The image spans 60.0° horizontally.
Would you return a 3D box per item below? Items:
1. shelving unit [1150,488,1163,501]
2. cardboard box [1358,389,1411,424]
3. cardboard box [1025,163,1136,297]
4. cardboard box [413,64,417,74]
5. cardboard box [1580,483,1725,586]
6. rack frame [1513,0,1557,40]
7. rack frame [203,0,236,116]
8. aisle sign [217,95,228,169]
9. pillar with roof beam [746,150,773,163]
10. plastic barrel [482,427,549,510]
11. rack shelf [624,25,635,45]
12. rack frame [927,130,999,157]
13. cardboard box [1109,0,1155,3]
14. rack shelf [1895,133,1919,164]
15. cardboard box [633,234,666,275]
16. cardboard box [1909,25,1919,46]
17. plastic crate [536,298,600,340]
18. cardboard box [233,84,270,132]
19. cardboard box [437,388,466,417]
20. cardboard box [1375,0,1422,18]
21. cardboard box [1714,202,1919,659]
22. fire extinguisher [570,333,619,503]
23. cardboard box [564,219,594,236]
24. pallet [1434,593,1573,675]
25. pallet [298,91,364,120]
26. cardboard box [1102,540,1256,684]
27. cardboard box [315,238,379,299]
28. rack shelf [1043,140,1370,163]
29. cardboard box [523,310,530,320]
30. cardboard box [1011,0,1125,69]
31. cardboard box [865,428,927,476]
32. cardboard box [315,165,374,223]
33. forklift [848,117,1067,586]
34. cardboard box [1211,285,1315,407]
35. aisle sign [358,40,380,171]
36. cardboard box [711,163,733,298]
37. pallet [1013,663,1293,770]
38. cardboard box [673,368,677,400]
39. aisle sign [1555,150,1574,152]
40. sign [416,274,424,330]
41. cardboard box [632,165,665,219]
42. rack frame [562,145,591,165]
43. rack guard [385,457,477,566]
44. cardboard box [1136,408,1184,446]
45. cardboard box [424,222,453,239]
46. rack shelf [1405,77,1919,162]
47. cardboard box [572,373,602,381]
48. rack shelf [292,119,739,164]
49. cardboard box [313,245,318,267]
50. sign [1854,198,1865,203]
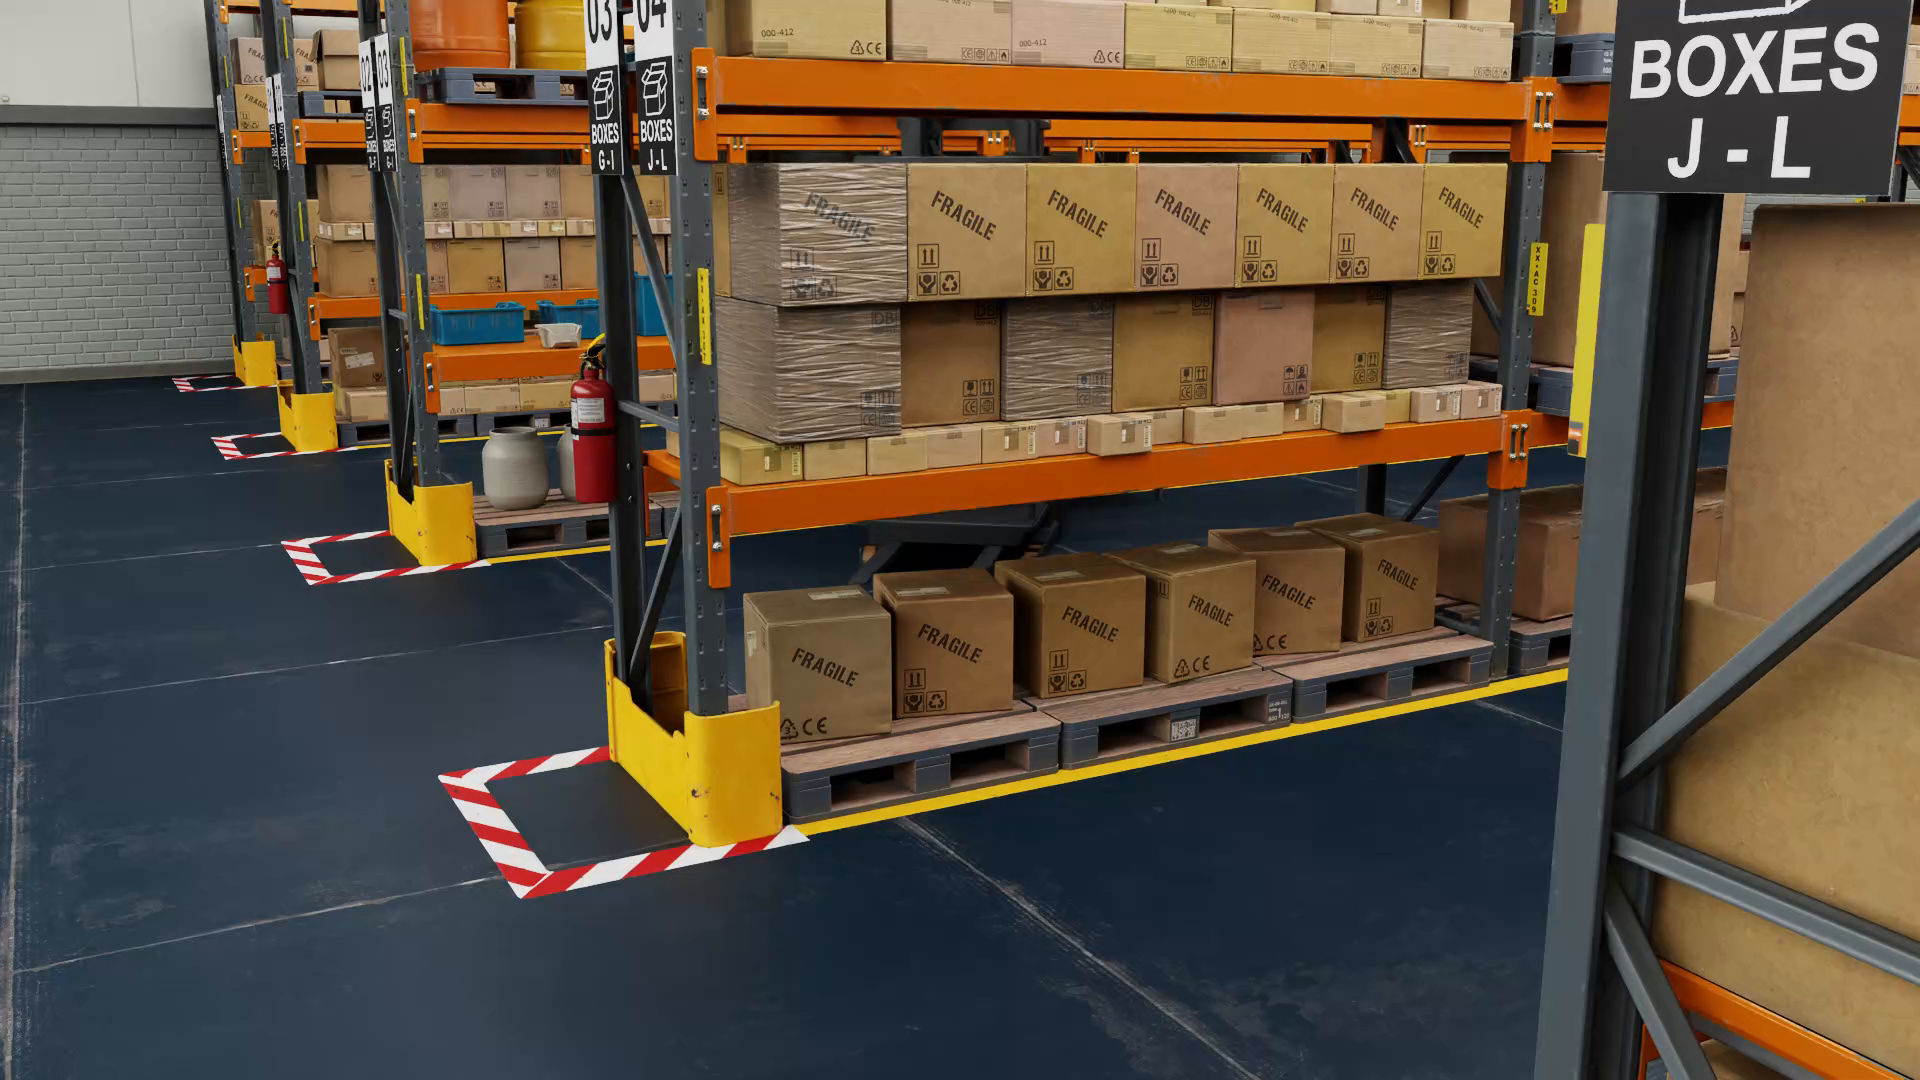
[{"bbox_3d":[0.934,-0.830,12.237,1.048,1.125,0.538,-8,15,-30],"label":"shelving unit"},{"bbox_3d":[1.849,-0.632,7.660,0.250,0.149,0.380,-7,14,-28],"label":"cardboard box"},{"bbox_3d":[0.352,-1.244,6.622,0.500,0.500,0.500,-7,14,-28],"label":"cardboard box"},{"bbox_3d":[-5.001,-4.198,15.163,0.500,0.250,0.500,-7,14,-28],"label":"cardboard box"},{"bbox_3d":[3.837,-0.035,9.122,0.500,0.500,0.700,-8,15,-33],"label":"cardboard box"},{"bbox_3d":[2.369,-3.800,7.500,0.127,3.000,1.000,-7,14,-28],"label":"rack frame"},{"bbox_3d":[-8.262,-6.243,18.355,0.127,3.000,1.000,-7,14,-28],"label":"rack frame"},{"bbox_3d":[-8.182,-4.519,18.438,0.004,0.787,0.394,-7,14,-28],"label":"aisle sign"},{"bbox_3d":[-0.733,-6.285,18.541,0.400,9.000,9.100,-7,14,-28],"label":"pillar with roof beam"},{"bbox_3d":[-2.974,-0.482,11.130,0.421,0.512,0.421,0,13,0],"label":"plastic barrel"},{"bbox_3d":[-2.996,-6.328,21.283,4.000,0.370,1.077,-7,14,-28],"label":"rack shelf"},{"bbox_3d":[-0.004,-1.828,12.400,0.127,3.000,1.000,-7,14,-28],"label":"rack frame"},{"bbox_3d":[0.565,-2.187,6.598,0.250,0.149,0.380,-7,14,-28],"label":"cardboard box"},{"bbox_3d":[8.773,-3.992,16.824,4.000,0.370,1.077,-7,14,-28],"label":"rack shelf"},{"bbox_3d":[-3.221,-2.727,16.168,0.500,0.500,0.700,-7,14,-28],"label":"cardboard box"},{"bbox_3d":[4.694,-2.847,8.729,0.500,0.500,0.500,-7,14,-27],"label":"cardboard box"},{"bbox_3d":[-2.647,-1.512,11.335,0.408,0.251,0.499,-7,14,-28],"label":"plastic crate"},{"bbox_3d":[-7.849,-4.825,18.614,0.500,0.500,0.500,-6,14,-26],"label":"cardboard box"},{"bbox_3d":[-4.871,-1.292,15.326,0.500,0.250,0.500,-7,14,-28],"label":"cardboard box"},{"bbox_3d":[1.765,-2.315,7.165,0.250,0.149,0.380,-8,15,-31],"label":"cardboard box"},{"bbox_3d":[1.490,-0.118,2.000,0.550,0.550,0.875,-7,14,-28],"label":"cardboard box"},{"bbox_3d":[-1.463,-0.492,6.639,0.183,0.674,0.296,-7,14,-28],"label":"fire extinguisher"},{"bbox_3d":[-3.626,-2.945,15.658,0.250,0.149,0.380,-6,14,-26],"label":"cardboard box"},{"bbox_3d":[3.052,0.405,8.830,1.213,0.211,1.003,-7,14,-28],"label":"pallet"},{"bbox_3d":[-5.252,-3.852,14.762,1.213,0.211,1.003,-7,14,-28],"label":"pallet"},{"bbox_3d":[0.992,0.318,7.603,0.500,0.500,0.500,-8,15,-33],"label":"cardboard box"},{"bbox_3d":[-5.469,-2.458,14.970,0.500,0.500,0.700,-7,14,-28],"label":"cardboard box"},{"bbox_3d":[2.892,-4.527,19.198,4.000,0.370,1.077,-7,14,-28],"label":"rack shelf"},{"bbox_3d":[-5.643,-2.615,20.590,0.500,0.500,0.500,-8,15,-32],"label":"cardboard box"},{"bbox_3d":[0.291,-1.951,6.454,0.500,0.250,0.500,-7,14,-28],"label":"cardboard box"},{"bbox_3d":[-0.322,-0.360,6.450,0.250,0.149,0.380,-7,14,-28],"label":"cardboard box"},{"bbox_3d":[-5.423,-3.096,14.852,0.500,0.500,0.700,-7,14,-28],"label":"cardboard box"},{"bbox_3d":[-0.009,-1.283,10.134,1.130,2.935,3.031,2,13,10],"label":"forklift"},{"bbox_3d":[1.098,-0.914,7.434,0.500,0.500,0.875,-7,14,-28],"label":"cardboard box"},{"bbox_3d":[-3.721,-2.725,10.466,0.004,0.787,0.394,-7,14,-28],"label":"aisle sign"},{"bbox_3d":[-0.778,-1.240,6.604,0.500,0.500,0.500,-7,14,-28],"label":"cardboard box"},{"bbox_3d":[0.724,0.694,7.546,1.213,0.211,1.003,-7,14,-28],"label":"pallet"},{"bbox_3d":[-2.677,-1.556,16.495,0.500,0.250,0.500,-7,14,-28],"label":"cardboard box"},{"bbox_3d":[8.078,-5.377,22.251,0.004,0.787,0.394,-7,14,-28],"label":"aisle sign"},{"bbox_3d":[-3.255,-1.436,10.027,0.005,0.325,0.100,-7,14,-28],"label":"sign"},{"bbox_3d":[-3.204,-3.363,16.040,0.500,0.500,0.700,-7,14,-28],"label":"cardboard box"},{"bbox_3d":[-4.751,-3.737,20.884,0.127,3.000,1.000,-7,14,-28],"label":"rack frame"},{"bbox_3d":[-3.471,-0.205,10.880,0.348,0.500,1.175,-7,14,-28],"label":"rack guard"},{"bbox_3d":[0.741,-0.505,7.094,0.250,0.149,0.380,-7,14,-28],"label":"cardboard box"},{"bbox_3d":[-4.765,-2.808,15.048,0.250,0.149,0.380,-7,14,-29],"label":"cardboard box"},{"bbox_3d":[4.124,-2.196,8.843,4.000,0.370,1.077,-7,14,-28],"label":"rack shelf"},{"bbox_3d":[-3.558,-1.818,15.952,0.500,0.500,0.500,-7,14,-28],"label":"cardboard box"},{"bbox_3d":[-4.130,-3.685,15.458,4.000,0.370,1.077,-7,14,-28],"label":"rack shelf"},{"bbox_3d":[-7.233,-3.301,19.239,0.500,0.250,0.500,-7,15,-30],"label":"cardboard box"},{"bbox_3d":[5.611,-1.966,10.375,0.005,0.325,0.100,-7,14,-28],"label":"sign"}]
